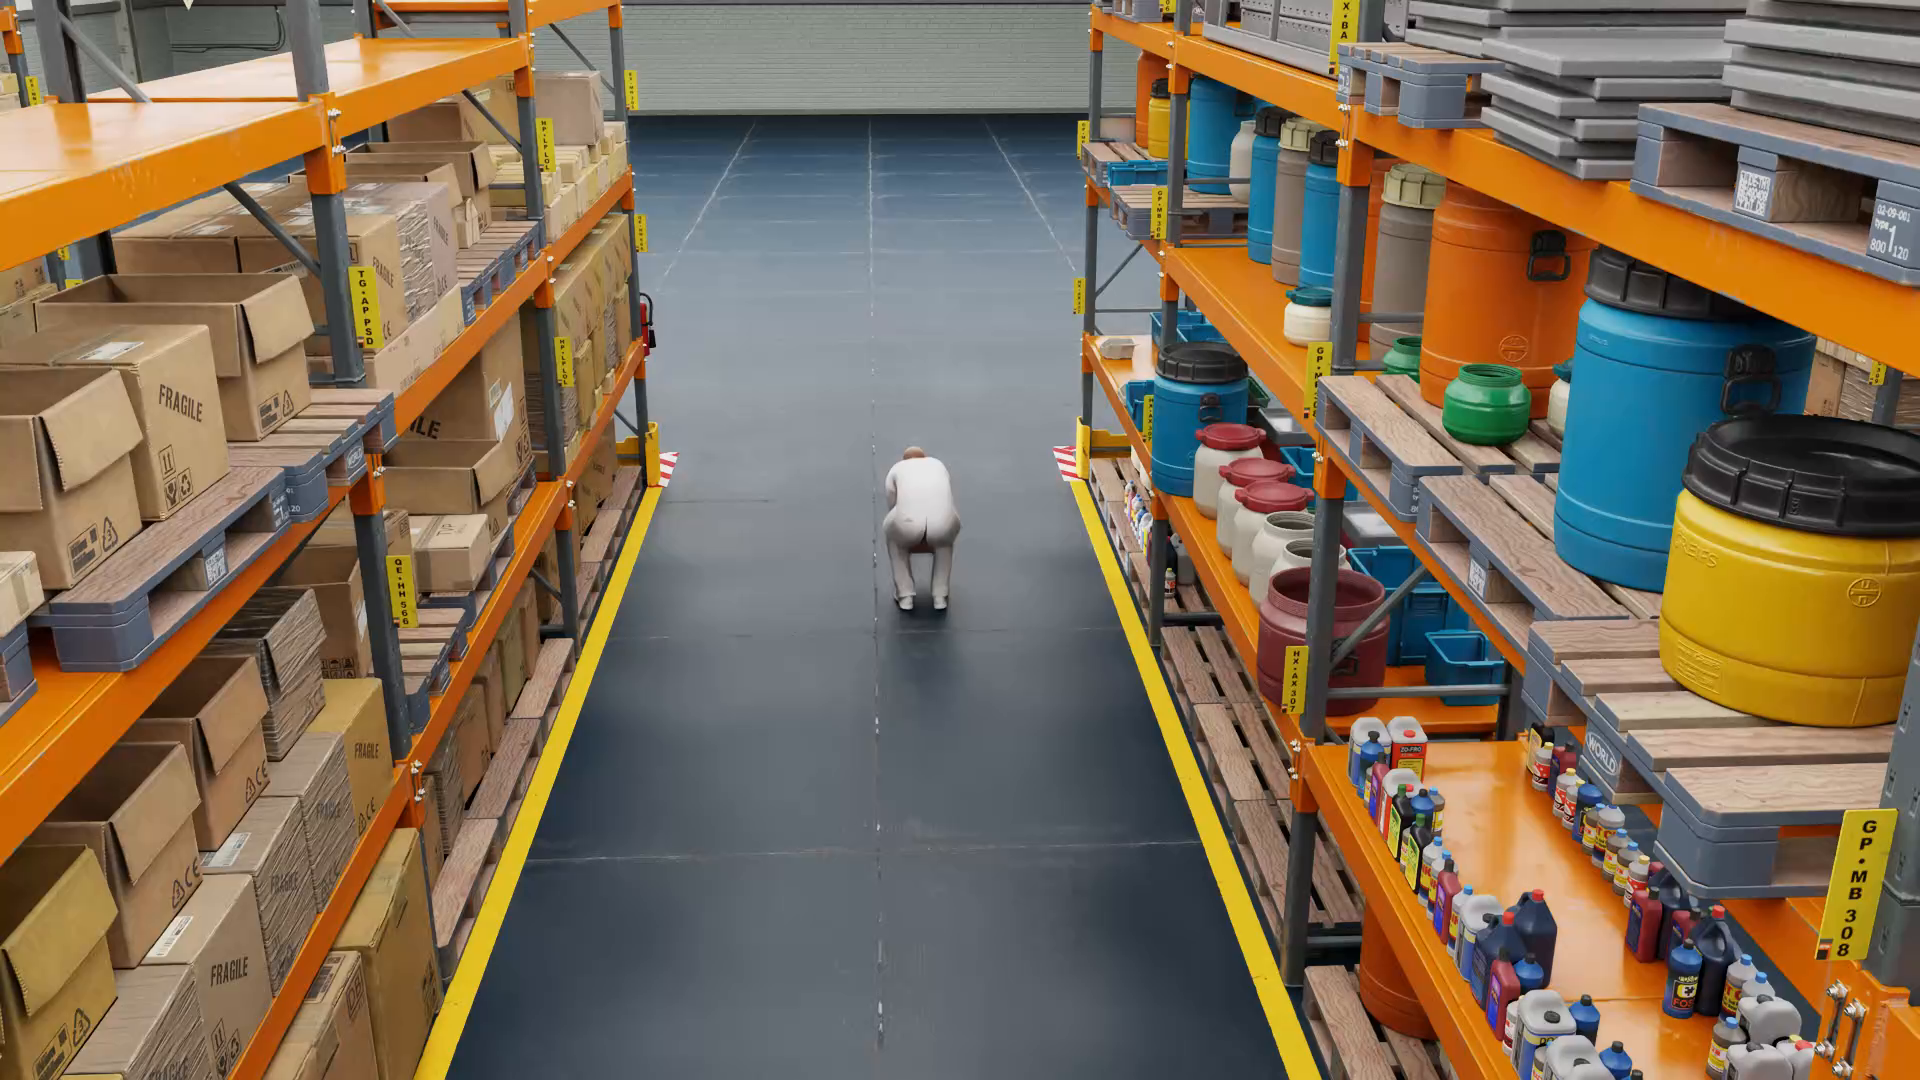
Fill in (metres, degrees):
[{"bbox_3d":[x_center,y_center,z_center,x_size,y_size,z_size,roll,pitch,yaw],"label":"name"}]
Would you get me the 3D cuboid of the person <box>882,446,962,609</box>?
[{"bbox_3d":[-0.292,-0.086,12.393,0.592,1.047,0.943,-2,20,-6],"label":"person"}]
